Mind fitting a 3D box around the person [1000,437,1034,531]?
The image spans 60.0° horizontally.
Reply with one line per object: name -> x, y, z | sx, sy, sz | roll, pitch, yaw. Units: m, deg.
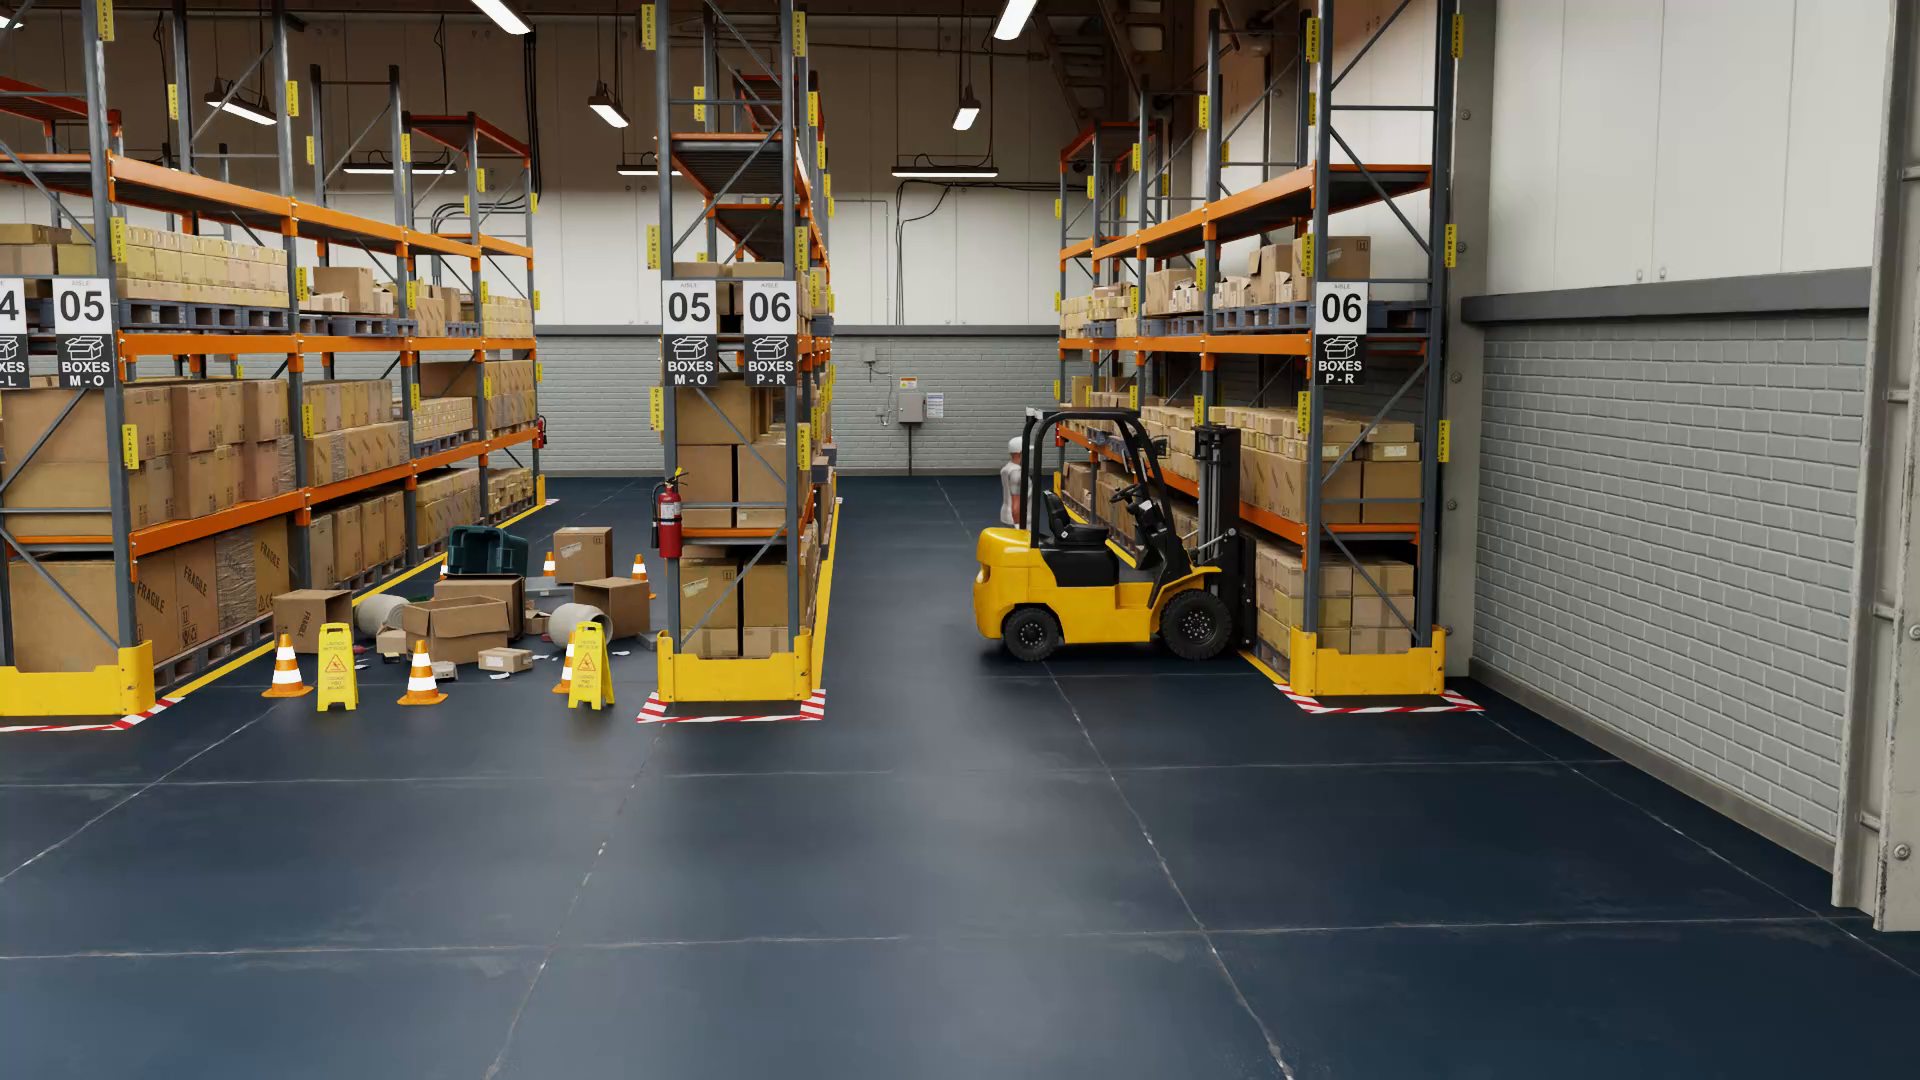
person -> 0.657, -0.136, 16.823 | 0.485, 1.819, 0.576 | -2, 7, -16
